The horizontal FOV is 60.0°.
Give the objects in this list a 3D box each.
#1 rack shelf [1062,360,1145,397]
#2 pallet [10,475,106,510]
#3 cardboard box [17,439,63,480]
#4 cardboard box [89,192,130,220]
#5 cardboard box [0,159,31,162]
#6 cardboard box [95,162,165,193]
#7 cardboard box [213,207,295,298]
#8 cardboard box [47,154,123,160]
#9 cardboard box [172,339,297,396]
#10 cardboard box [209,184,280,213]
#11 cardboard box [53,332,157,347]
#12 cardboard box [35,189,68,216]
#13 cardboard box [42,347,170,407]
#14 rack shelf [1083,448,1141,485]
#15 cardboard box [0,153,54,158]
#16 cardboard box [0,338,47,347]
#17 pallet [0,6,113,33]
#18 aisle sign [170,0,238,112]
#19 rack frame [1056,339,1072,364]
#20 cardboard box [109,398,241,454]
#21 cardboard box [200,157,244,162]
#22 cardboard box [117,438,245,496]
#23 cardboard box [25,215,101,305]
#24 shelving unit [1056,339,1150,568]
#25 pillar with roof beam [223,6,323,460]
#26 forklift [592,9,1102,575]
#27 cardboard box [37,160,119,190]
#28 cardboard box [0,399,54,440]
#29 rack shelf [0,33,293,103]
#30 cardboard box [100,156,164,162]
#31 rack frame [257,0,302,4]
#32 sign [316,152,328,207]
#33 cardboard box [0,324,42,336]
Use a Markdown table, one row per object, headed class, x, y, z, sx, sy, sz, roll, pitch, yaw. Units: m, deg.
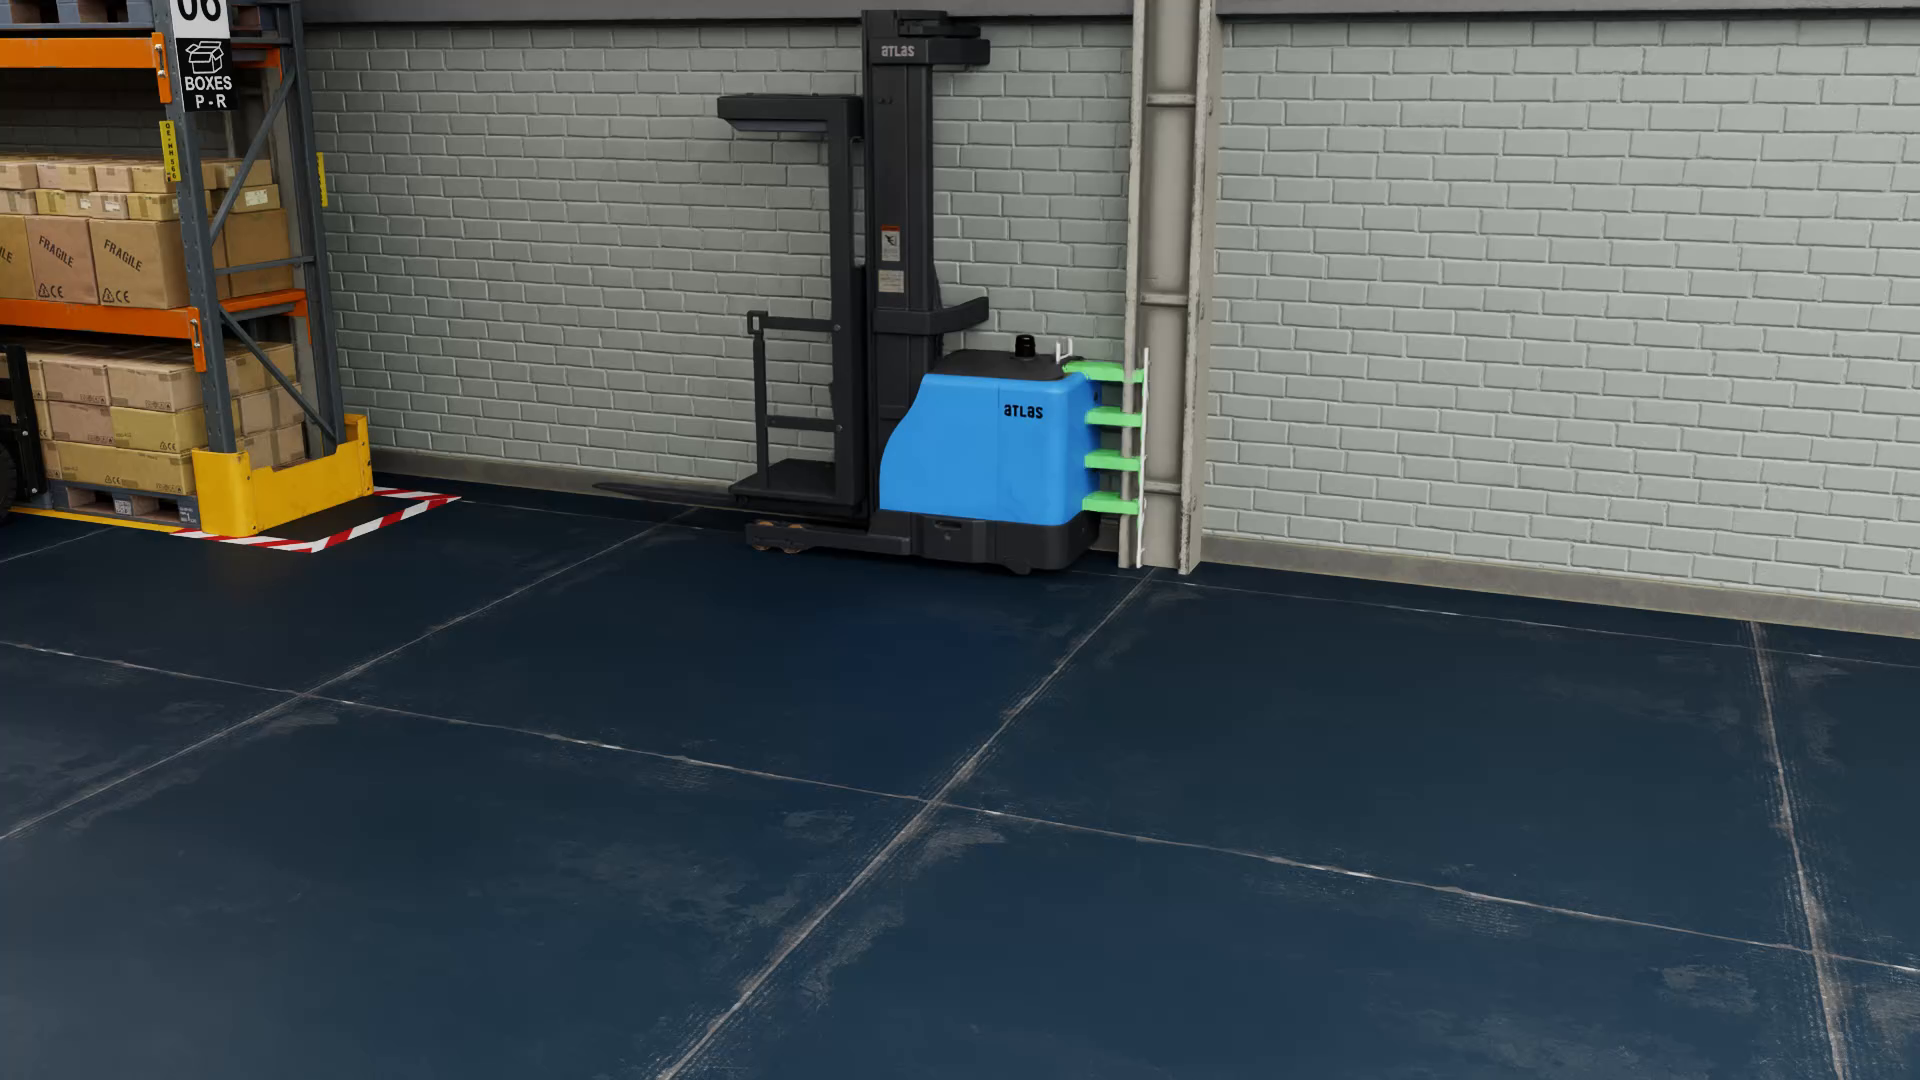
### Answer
| class | x | y | z | sx | sy | sz | roll | pitch | yaw |
| --- | --- | --- | --- | --- | --- | --- | --- | --- | --- |
| rack shelf | 0.797 | -0.883 | 9.028 | 0.480 | 0.148 | 0.258 | 6 | 14 | 20 |
| pallet | -6.014 | -0.475 | 10.930 | 1.213 | 0.211 | 1.003 | 6 | 17 | 21 |
| cardboard box | -5.630 | -0.575 | 10.454 | 0.500 | 0.250 | 0.500 | 6 | 17 | 21 |
| cardboard box | -4.830 | -1.962 | 9.708 | 0.250 | 0.149 | 0.380 | 7 | 17 | 22 |
| cardboard box | -5.791 | -2.210 | 10.030 | 0.250 | 0.149 | 0.380 | 7 | 17 | 22 |
| cardboard box | -4.807 | -2.123 | 9.729 | 0.250 | 0.149 | 0.380 | 6 | 17 | 21 |
| cardboard box | -4.515 | -1.792 | 10.286 | 0.500 | 0.500 | 0.500 | 7 | 18 | 22 |
| cardboard box | -5.559 | -2.374 | 10.595 | 0.250 | 0.149 | 0.380 | 6 | 17 | 19 |
| cardboard box | -4.534 | -1.081 | 10.401 | 0.500 | 0.250 | 0.500 | 6 | 17 | 20 |
| cardboard box | -4.376 | -2.083 | 10.124 | 0.250 | 0.149 | 0.380 | 6 | 17 | 19 |
| cardboard box | -5.461 | -1.185 | 10.760 | 0.500 | 0.250 | 0.500 | 6 | 17 | 20 |
| cardboard box | -5.275 | -2.033 | 9.952 | 0.250 | 0.149 | 0.380 | 6 | 17 | 20 |
| cardboard box | -5.176 | -0.999 | 10.121 | 0.500 | 0.250 | 0.500 | 7 | 17 | 22 |
| rack shelf | 0.791 | -0.415 | 9.138 | 0.480 | 0.148 | 0.258 | 6 | 14 | 20 |
| cardboard box | -6.066 | -2.405 | 10.701 | 0.250 | 0.149 | 0.380 | 7 | 18 | 22 |
| cardboard box | -6.118 | -1.102 | 10.475 | 0.500 | 0.250 | 0.500 | 6 | 17 | 20 |
| pallet | -5.943 | -3.223 | 10.172 | 1.213 | 0.211 | 1.003 | 6 | 17 | 21 |
| aisle sign | -4.203 | -2.787 | 9.230 | 0.004 | 0.787 | 0.394 | 6 | 17 | 21 |
| rack frame | 0.563 | -0.500 | 9.206 | 0.015 | 1.200 | 0.240 | 6 | 14 | 20 |
| cardboard box | -4.723 | -0.711 | 10.025 | 0.500 | 0.250 | 0.500 | 6 | 17 | 20 |
| cardboard box | -4.614 | -2.257 | 10.190 | 0.250 | 0.149 | 0.380 | 7 | 18 | 23 |
| cardboard box | -4.709 | -0.468 | 10.086 | 0.500 | 0.250 | 0.500 | 6 | 17 | 21 |
| cardboard box | -5.189 | -1.707 | 9.993 | 0.500 | 0.500 | 0.500 | 7 | 18 | 22 |
| shelving unit | 0.792 | -0.478 | 9.123 | 0.503 | 1.200 | 0.258 | 6 | 14 | 20 |
| pillar with roof beam | -6.053 | -3.691 | 6.246 | 0.400 | 9.000 | 9.100 | 6 | 17 | 21 |
| forklift | -0.684 | -1.457 | 9.436 | 3.031 | 2.935 | 1.130 | 6 | 17 | 20 |
| cardboard box | -5.265 | -2.187 | 9.951 | 0.250 | 0.149 | 0.380 | 6 | 17 | 21 |
| cardboard box | -5.674 | -0.813 | 10.374 | 0.500 | 0.250 | 0.500 | 6 | 17 | 19 |
| rack shelf | -6.016 | -2.921 | 10.264 | 4.000 | 0.370 | 1.077 | 6 | 17 | 21 |
| cardboard box | -5.097 | -2.301 | 10.344 | 0.250 | 0.149 | 0.380 | 6 | 17 | 21 |
| rack frame | -4.156 | -4.502 | 9.041 | 0.127 | 3.000 | 1.000 | 6 | 17 | 21 |
| sign | -3.947 | -2.218 | 10.239 | 0.005 | 0.325 | 0.100 | 6 | 17 | 21 |
| cardboard box | -6.406 | -1.288 | 11.116 | 0.500 | 0.250 | 0.500 | 6 | 17 | 21 |
